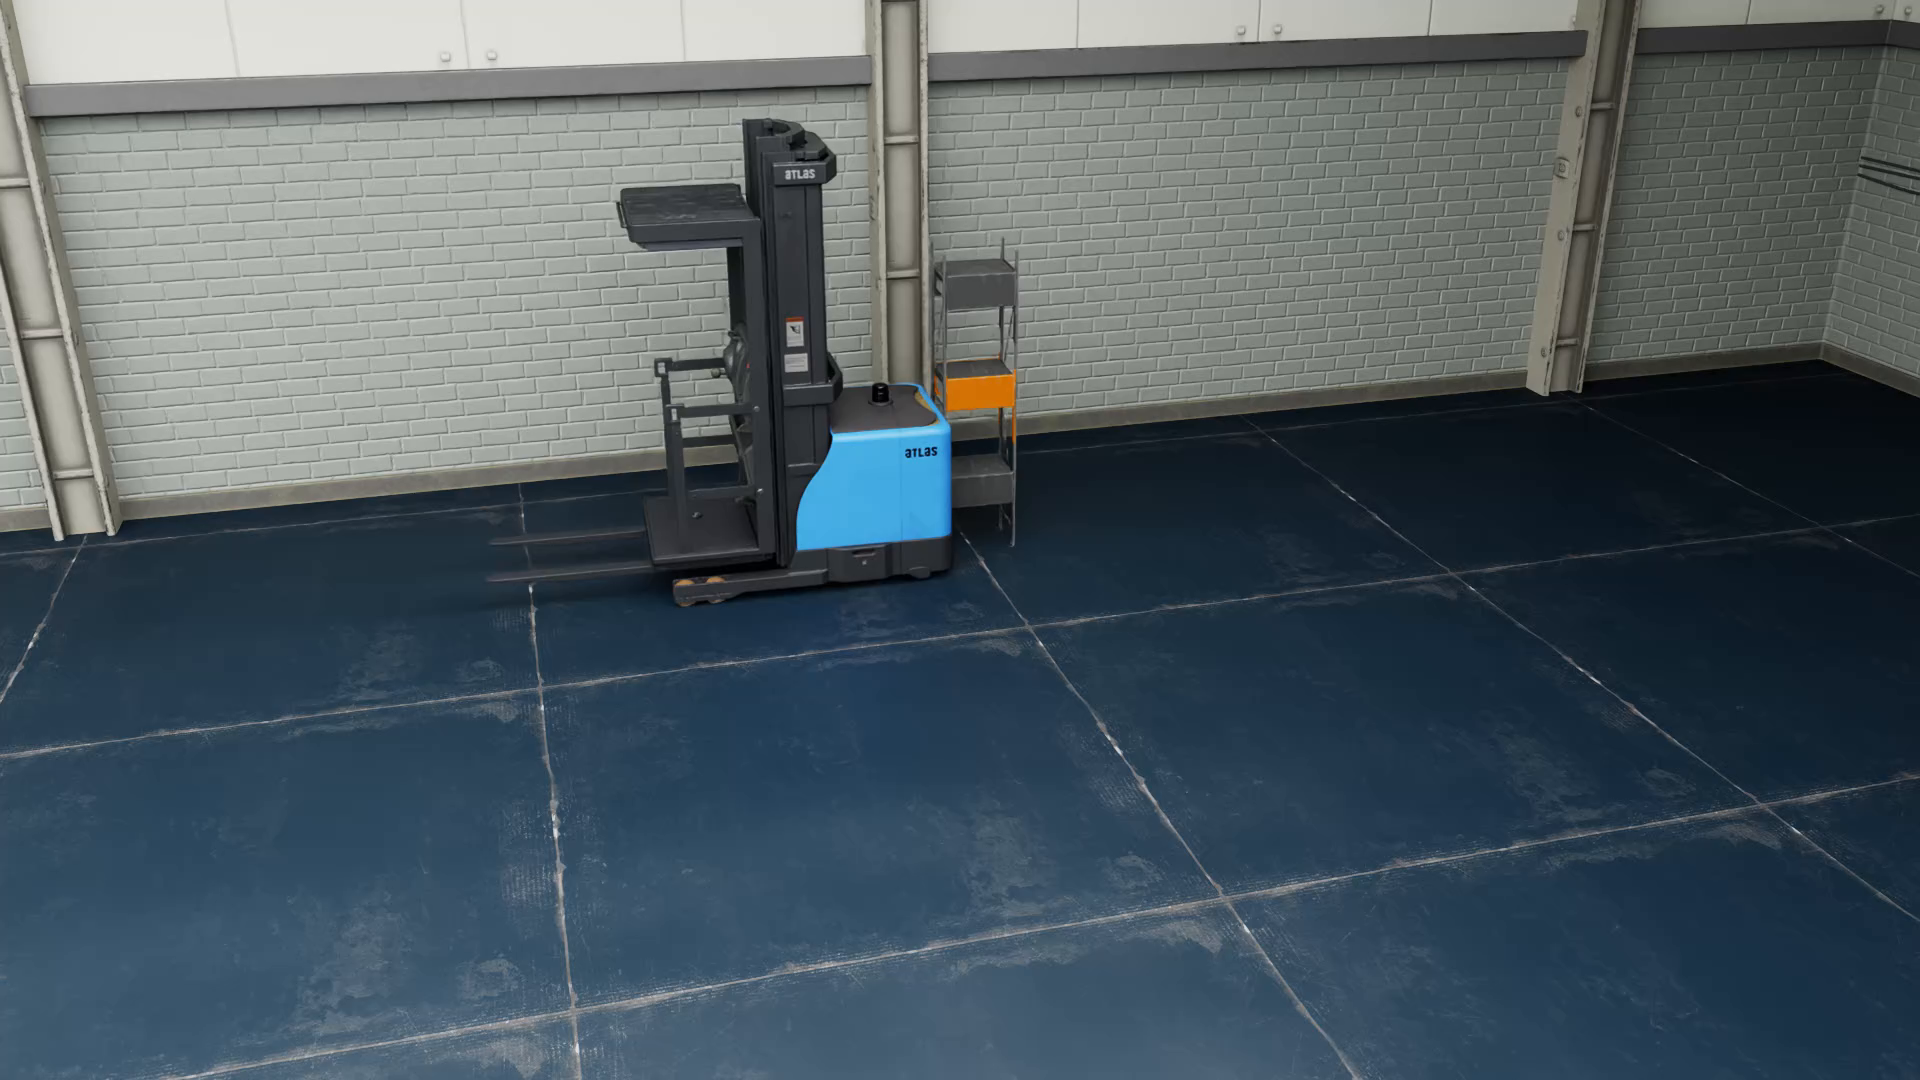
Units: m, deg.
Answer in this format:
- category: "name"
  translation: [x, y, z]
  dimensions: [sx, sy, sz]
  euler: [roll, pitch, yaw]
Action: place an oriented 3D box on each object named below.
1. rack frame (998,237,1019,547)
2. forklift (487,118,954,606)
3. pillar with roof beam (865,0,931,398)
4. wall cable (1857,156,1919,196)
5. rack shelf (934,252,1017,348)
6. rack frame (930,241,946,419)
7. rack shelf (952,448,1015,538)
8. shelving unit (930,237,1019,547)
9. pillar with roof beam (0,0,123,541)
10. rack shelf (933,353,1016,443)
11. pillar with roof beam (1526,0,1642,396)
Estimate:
- category: "rack frame"
  translation: [0.330, -0.991, 11.396]
  dimensions: [0.015, 2.100, 0.400]
  euler: [-5, 24, -12]
- category: "forklift"
  translation: [-1.615, -1.148, 10.709]
  dimensions: [3.031, 2.935, 1.130]
  euler: [-5, 24, -12]
- category: "pillar with roof beam"
  translation: [0.698, -3.215, 7.830]
  dimensions: [0.400, 9.000, 9.100]
  euler: [-6, 24, -14]
- category: "wall cable"
  translation: [8.506, -3.873, 13.302]
  dimensions: [0.112, 2.526, 3.097]
  euler: [-6, 24, -14]
- category: "rack shelf"
  translation: [0.093, -1.599, 11.073]
  dimensions: [0.480, 0.518, 0.431]
  euler: [-5, 24, -12]
- category: "rack frame"
  translation: [-0.145, -0.946, 11.291]
  dimensions: [0.015, 2.100, 0.400]
  euler: [-5, 24, -12]
- category: "rack shelf"
  translation: [0.093, -0.312, 11.625]
  dimensions: [0.480, 0.518, 0.431]
  euler: [-5, 24, -12]
- category: "shelving unit"
  translation: [0.093, -0.968, 11.343]
  dimensions: [0.503, 2.100, 0.431]
  euler: [-5, 24, -12]
- category: "pillar with roof beam"
  translation: [-5.079, -2.576, 6.340]
  dimensions: [0.400, 9.000, 9.100]
  euler: [-6, 24, -14]
- category: "rack shelf"
  translation: [0.093, -0.956, 11.349]
  dimensions: [0.480, 0.518, 0.431]
  euler: [-5, 24, -12]
- category: "pillar with roof beam"
  translation: [6.475, -3.854, 9.319]
  dimensions: [0.400, 9.000, 9.100]
  euler: [-6, 24, -14]
